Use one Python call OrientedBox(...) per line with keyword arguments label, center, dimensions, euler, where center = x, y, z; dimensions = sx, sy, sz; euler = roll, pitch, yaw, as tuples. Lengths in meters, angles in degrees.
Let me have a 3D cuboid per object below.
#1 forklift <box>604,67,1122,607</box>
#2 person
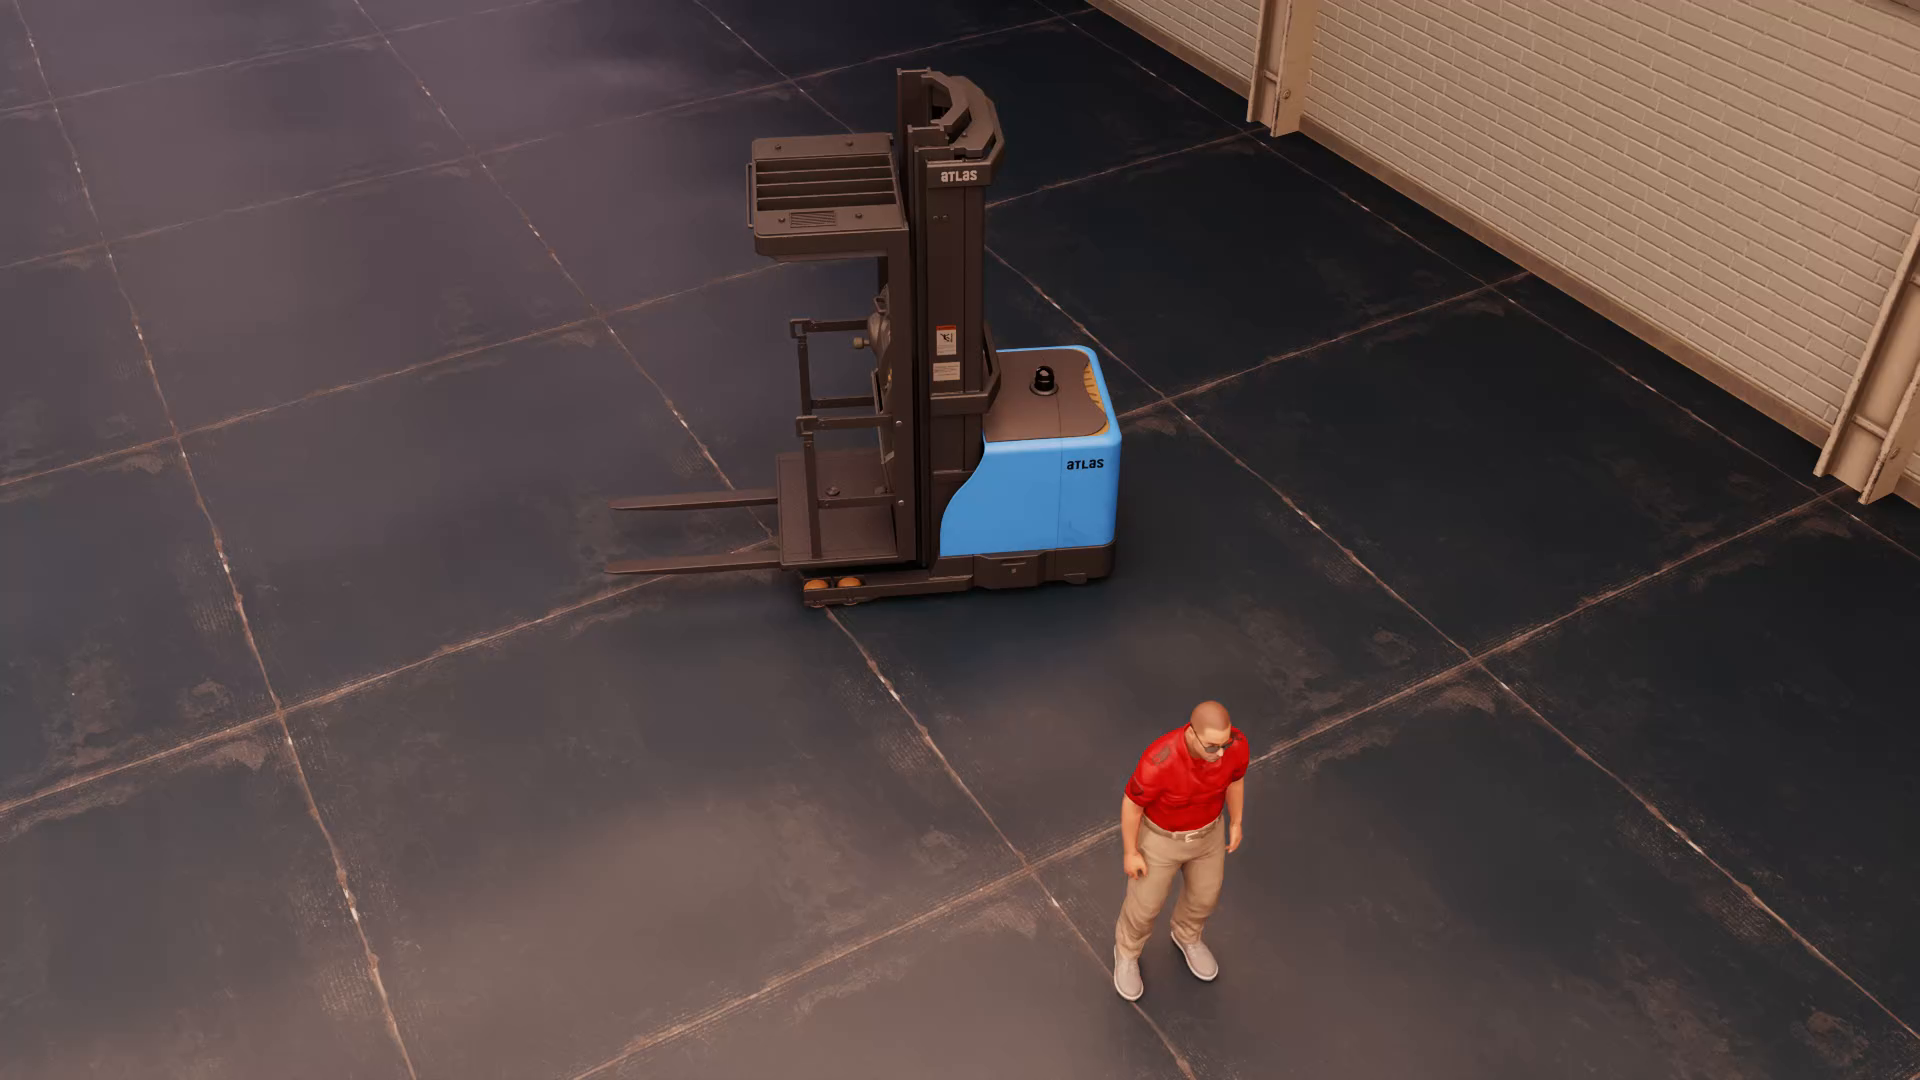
OrientedBox(label="forklift", center=(-0.621, -1.085, 9.345), dimensions=(3.031, 2.935, 1.130), euler=(-4, 40, -5))
OrientedBox(label="person", center=(0.985, 1.325, 7.381), dimensions=(0.604, 1.726, 0.399), euler=(-13, 41, -15))
